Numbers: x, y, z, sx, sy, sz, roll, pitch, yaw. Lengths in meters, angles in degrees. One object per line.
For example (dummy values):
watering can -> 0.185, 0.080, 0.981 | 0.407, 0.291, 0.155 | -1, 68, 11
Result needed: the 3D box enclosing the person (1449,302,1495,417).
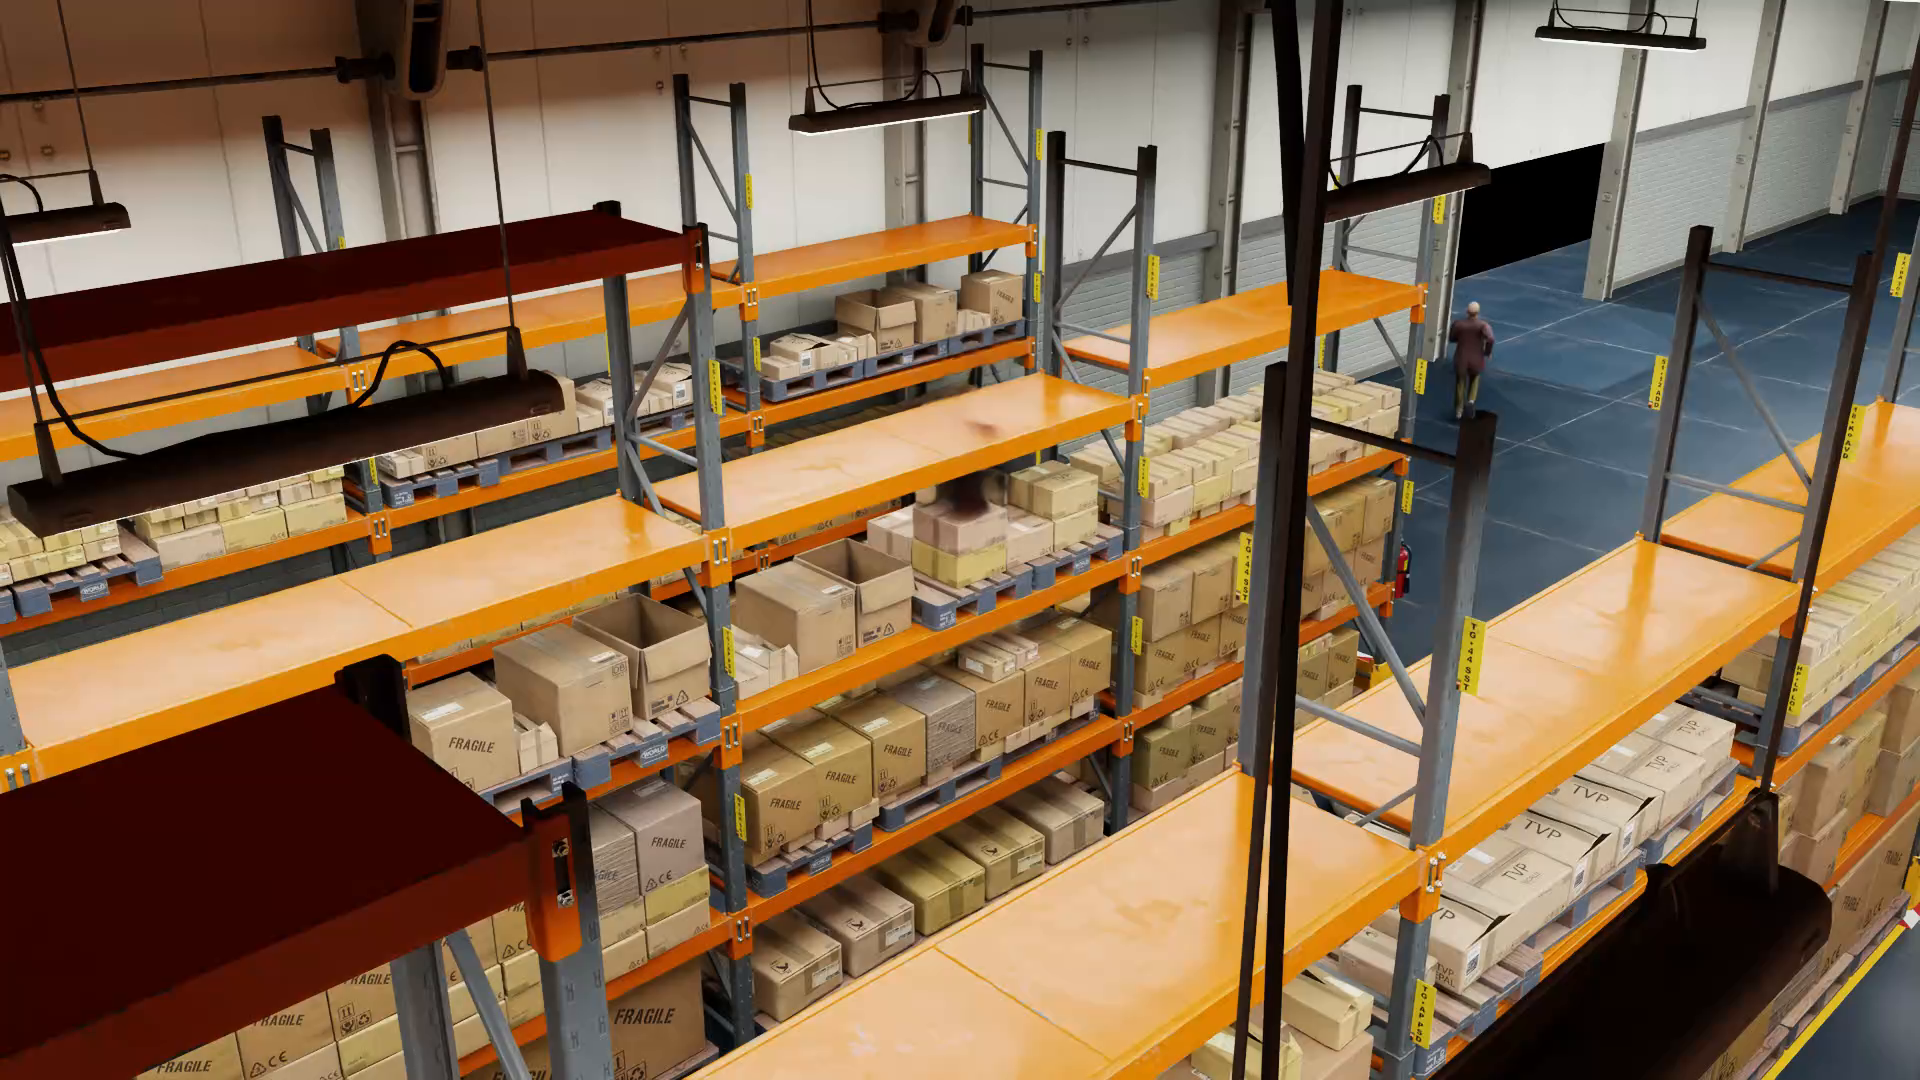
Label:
person -> 7.703, -2.727, 25.146 | 0.673, 1.800, 0.752 | 8, 24, 18
